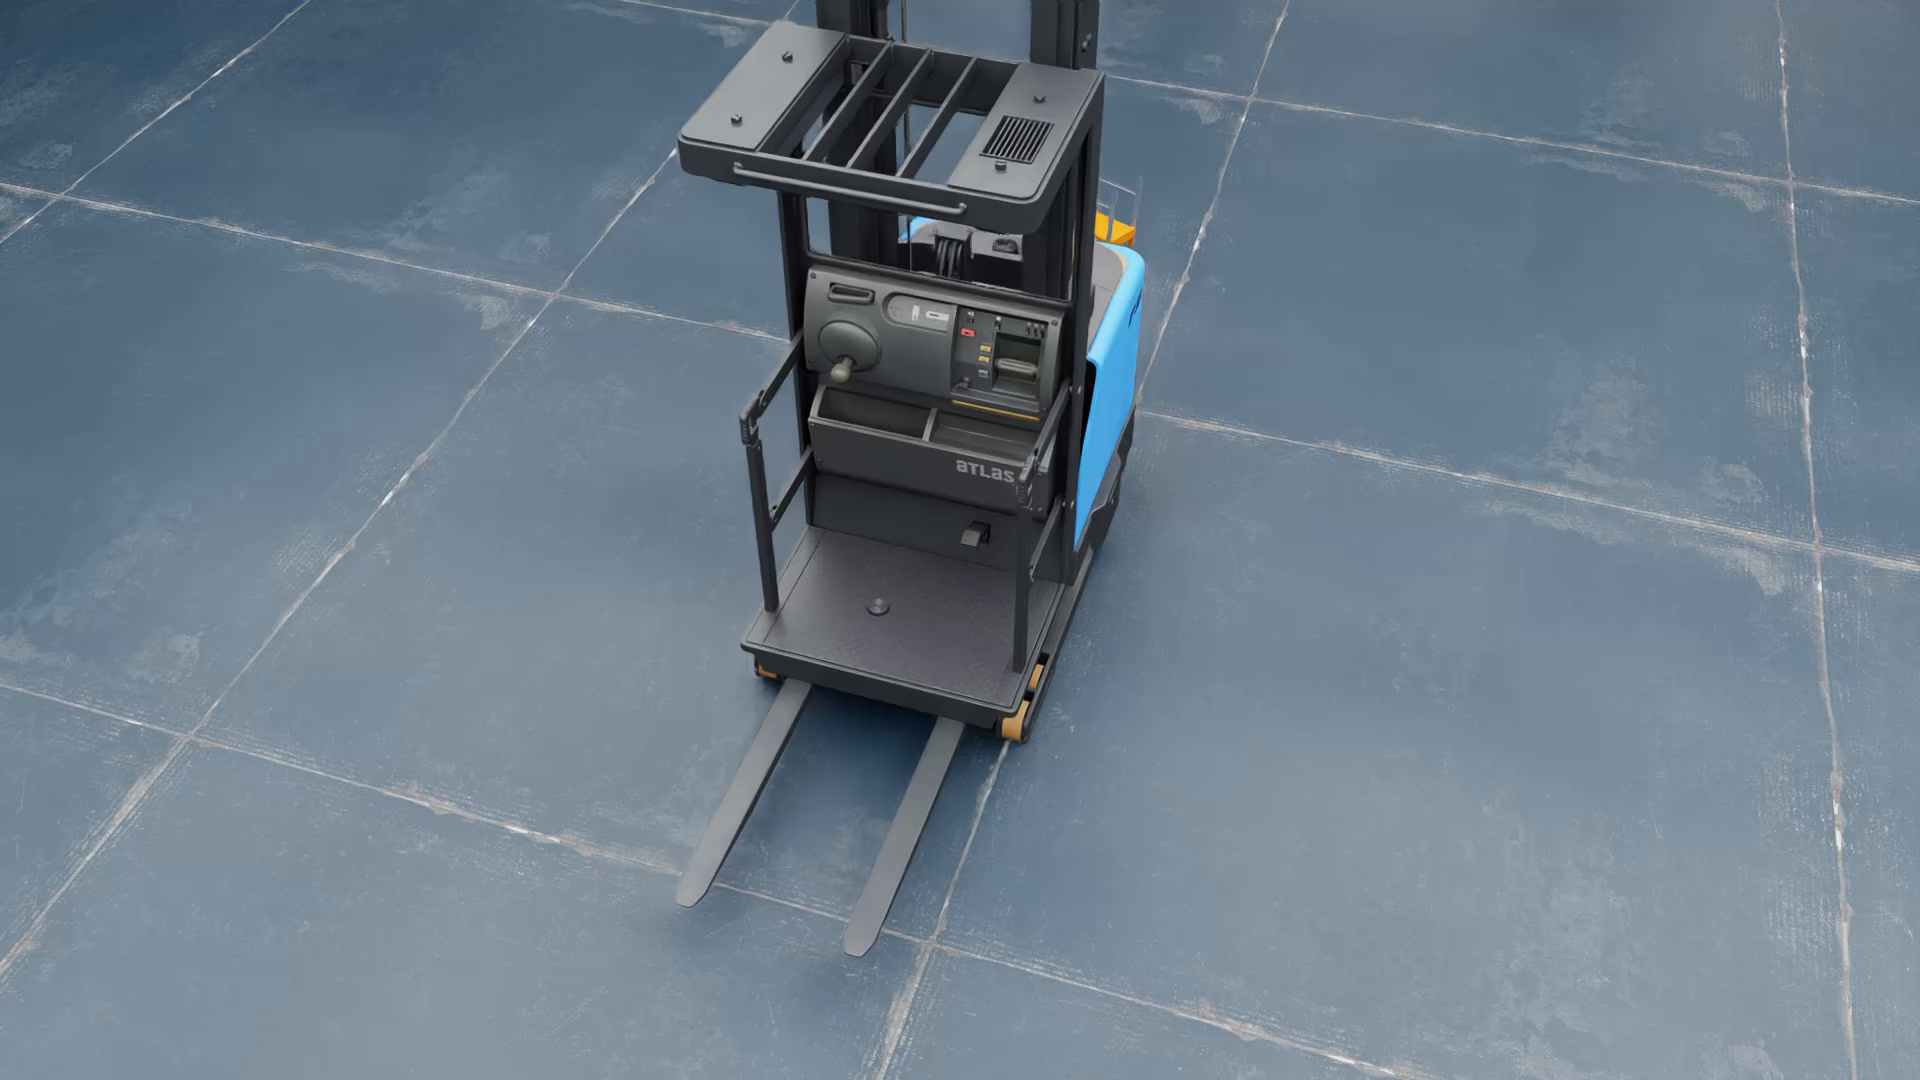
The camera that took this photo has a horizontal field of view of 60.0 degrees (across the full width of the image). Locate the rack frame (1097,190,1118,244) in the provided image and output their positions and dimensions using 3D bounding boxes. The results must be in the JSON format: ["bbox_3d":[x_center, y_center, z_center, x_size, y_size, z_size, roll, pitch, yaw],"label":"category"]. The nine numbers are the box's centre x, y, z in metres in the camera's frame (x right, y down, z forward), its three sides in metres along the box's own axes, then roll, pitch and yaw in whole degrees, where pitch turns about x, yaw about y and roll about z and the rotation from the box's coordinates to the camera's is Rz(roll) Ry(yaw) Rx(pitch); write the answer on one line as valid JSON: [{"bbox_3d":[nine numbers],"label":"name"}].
[{"bbox_3d":[0.520,-1.035,7.324,0.240,1.200,0.006,30,45,27],"label":"rack frame"}]

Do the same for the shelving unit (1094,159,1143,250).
[{"bbox_3d":[0.578,-1.077,7.381,0.258,1.200,0.189,30,45,27],"label":"shelving unit"}]

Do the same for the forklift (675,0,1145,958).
[{"bbox_3d":[-0.168,-0.602,5.668,1.130,2.935,3.031,13,46,13],"label":"forklift"}]

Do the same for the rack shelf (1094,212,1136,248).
[{"bbox_3d":[0.599,-1.320,7.181,0.258,0.103,0.180,30,45,27],"label":"rack shelf"}]

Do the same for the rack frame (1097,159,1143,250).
[{"bbox_3d":[0.636,-1.119,7.438,0.240,1.200,0.006,30,45,27],"label":"rack frame"}]
